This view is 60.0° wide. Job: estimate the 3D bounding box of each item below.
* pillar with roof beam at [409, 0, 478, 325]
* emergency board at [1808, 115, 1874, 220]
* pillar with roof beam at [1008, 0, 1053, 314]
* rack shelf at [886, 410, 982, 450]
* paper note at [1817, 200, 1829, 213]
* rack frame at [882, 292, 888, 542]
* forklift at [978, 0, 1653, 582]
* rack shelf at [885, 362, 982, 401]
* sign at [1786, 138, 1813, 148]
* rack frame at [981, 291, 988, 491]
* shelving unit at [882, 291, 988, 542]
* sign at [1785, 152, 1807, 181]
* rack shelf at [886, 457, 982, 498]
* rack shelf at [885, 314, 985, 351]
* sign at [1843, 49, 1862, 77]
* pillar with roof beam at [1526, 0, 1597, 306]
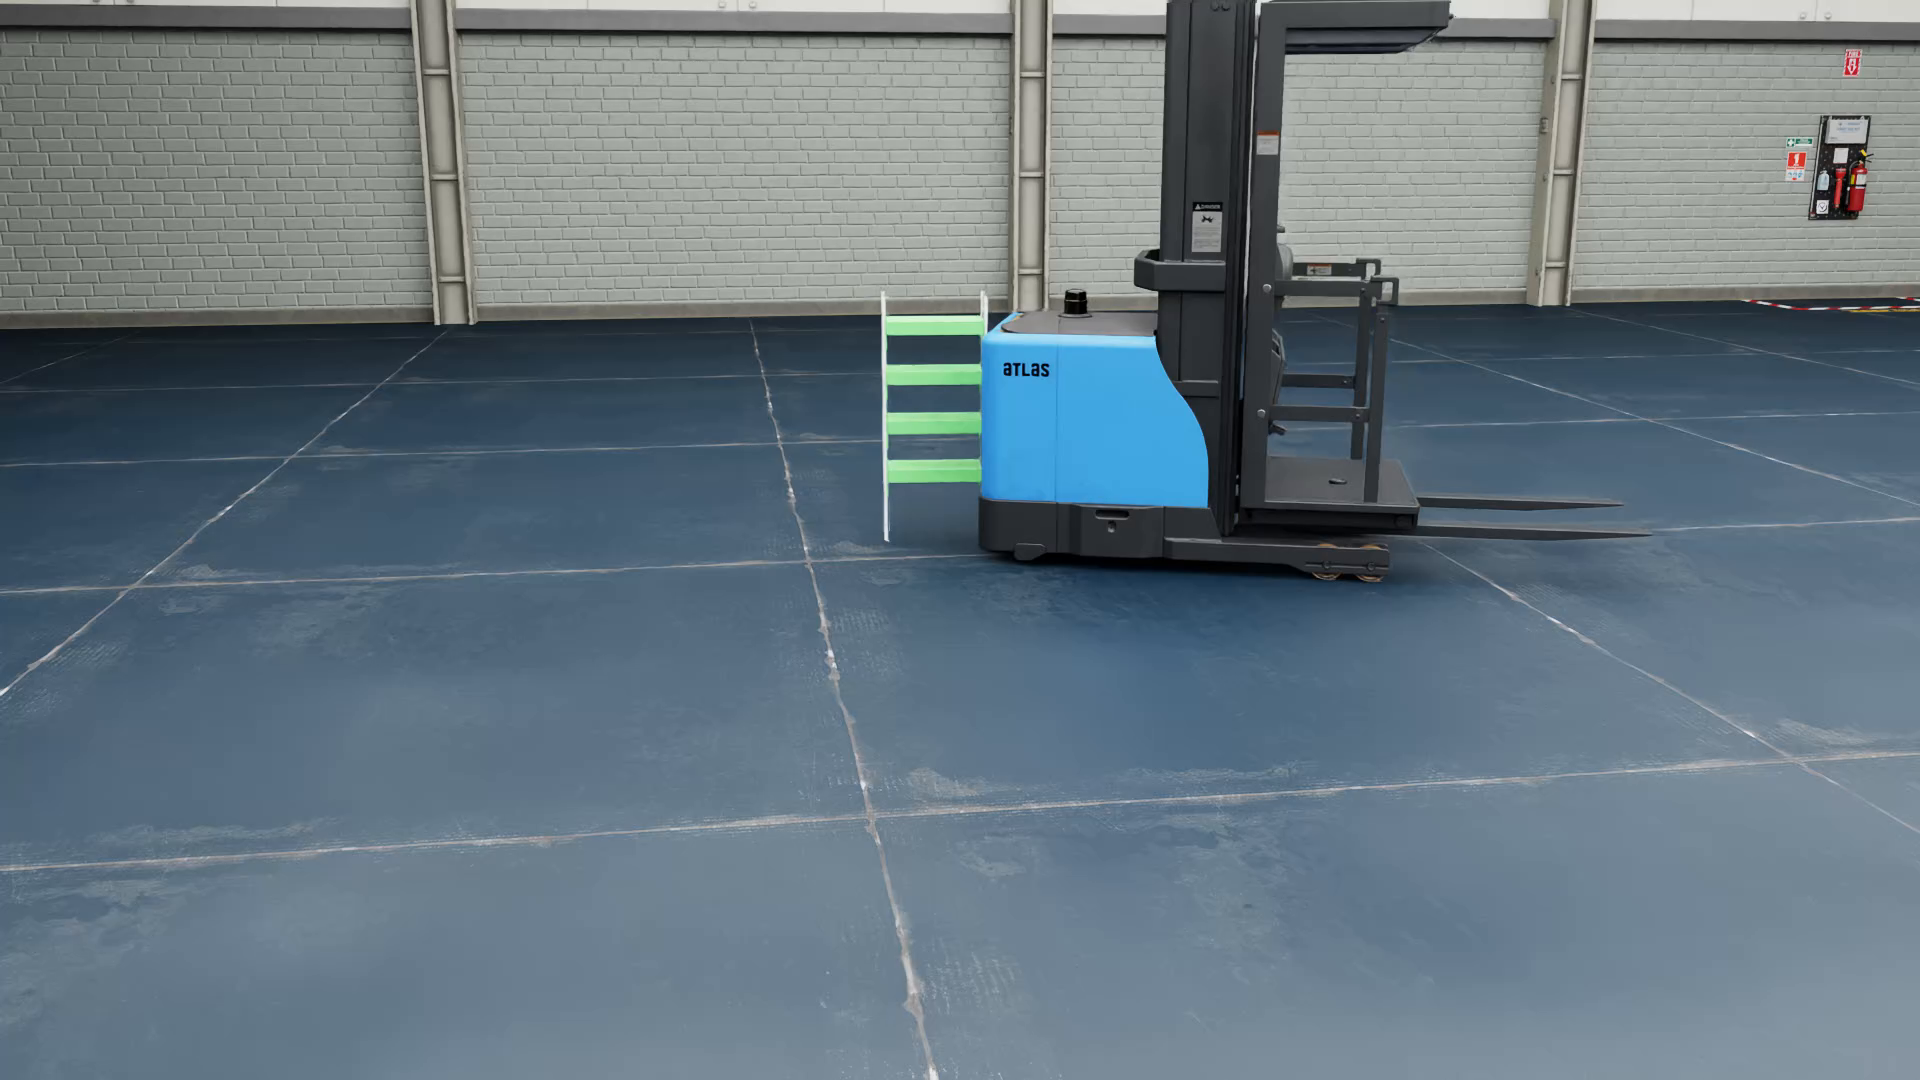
[{"bbox_3d":[-4.553,-5.569,11.927,0.400,9.000,9.100,-2,14,-8],"label":"pillar with roof beam"},{"bbox_3d":[10.155,-4.266,19.067,0.643,1.169,0.194,-2,14,-8],"label":"emergency board"},{"bbox_3d":[1.380,-5.786,12.794,0.400,9.000,9.100,-2,14,-8],"label":"pillar with roof beam"},{"bbox_3d":[-0.126,-0.544,8.188,0.480,0.148,0.258,-1,14,-3],"label":"rack shelf"},{"bbox_3d":[9.970,-3.849,19.215,0.142,0.148,0.016,-2,14,-8],"label":"paper note"},{"bbox_3d":[-0.369,-0.603,8.160,0.015,1.200,0.240,-1,14,-3],"label":"rack frame"},{"bbox_3d":[1.652,-1.371,7.665,3.031,2.935,1.130,2,14,9],"label":"forklift"},{"bbox_3d":[-0.126,-0.777,8.130,0.480,0.148,0.258,-1,14,-3],"label":"rack shelf"},{"bbox_3d":[9.599,-4.543,19.009,0.331,0.109,0.001,-2,14,-8],"label":"sign"},{"bbox_3d":[0.118,-0.610,8.186,0.015,1.200,0.240,-1,14,-3],"label":"rack frame"},{"bbox_3d":[-0.126,-0.606,8.173,0.503,1.200,0.258,-1,14,-3],"label":"shelving unit"},{"bbox_3d":[9.593,-4.288,19.081,0.234,0.329,0.001,-2,14,-8],"label":"sign"},{"bbox_3d":[-0.126,-0.312,8.247,0.480,0.148,0.258,-1,14,-3],"label":"rack shelf"},{"bbox_3d":[-0.126,-1.010,8.072,0.480,0.148,0.258,-1,14,-3],"label":"rack shelf"},{"bbox_3d":[10.133,-5.414,18.879,0.199,0.298,0.001,-2,14,-8],"label":"sign"},{"bbox_3d":[7.313,-6.004,13.661,0.400,9.000,9.100,-2,14,-8],"label":"pillar with roof beam"}]
